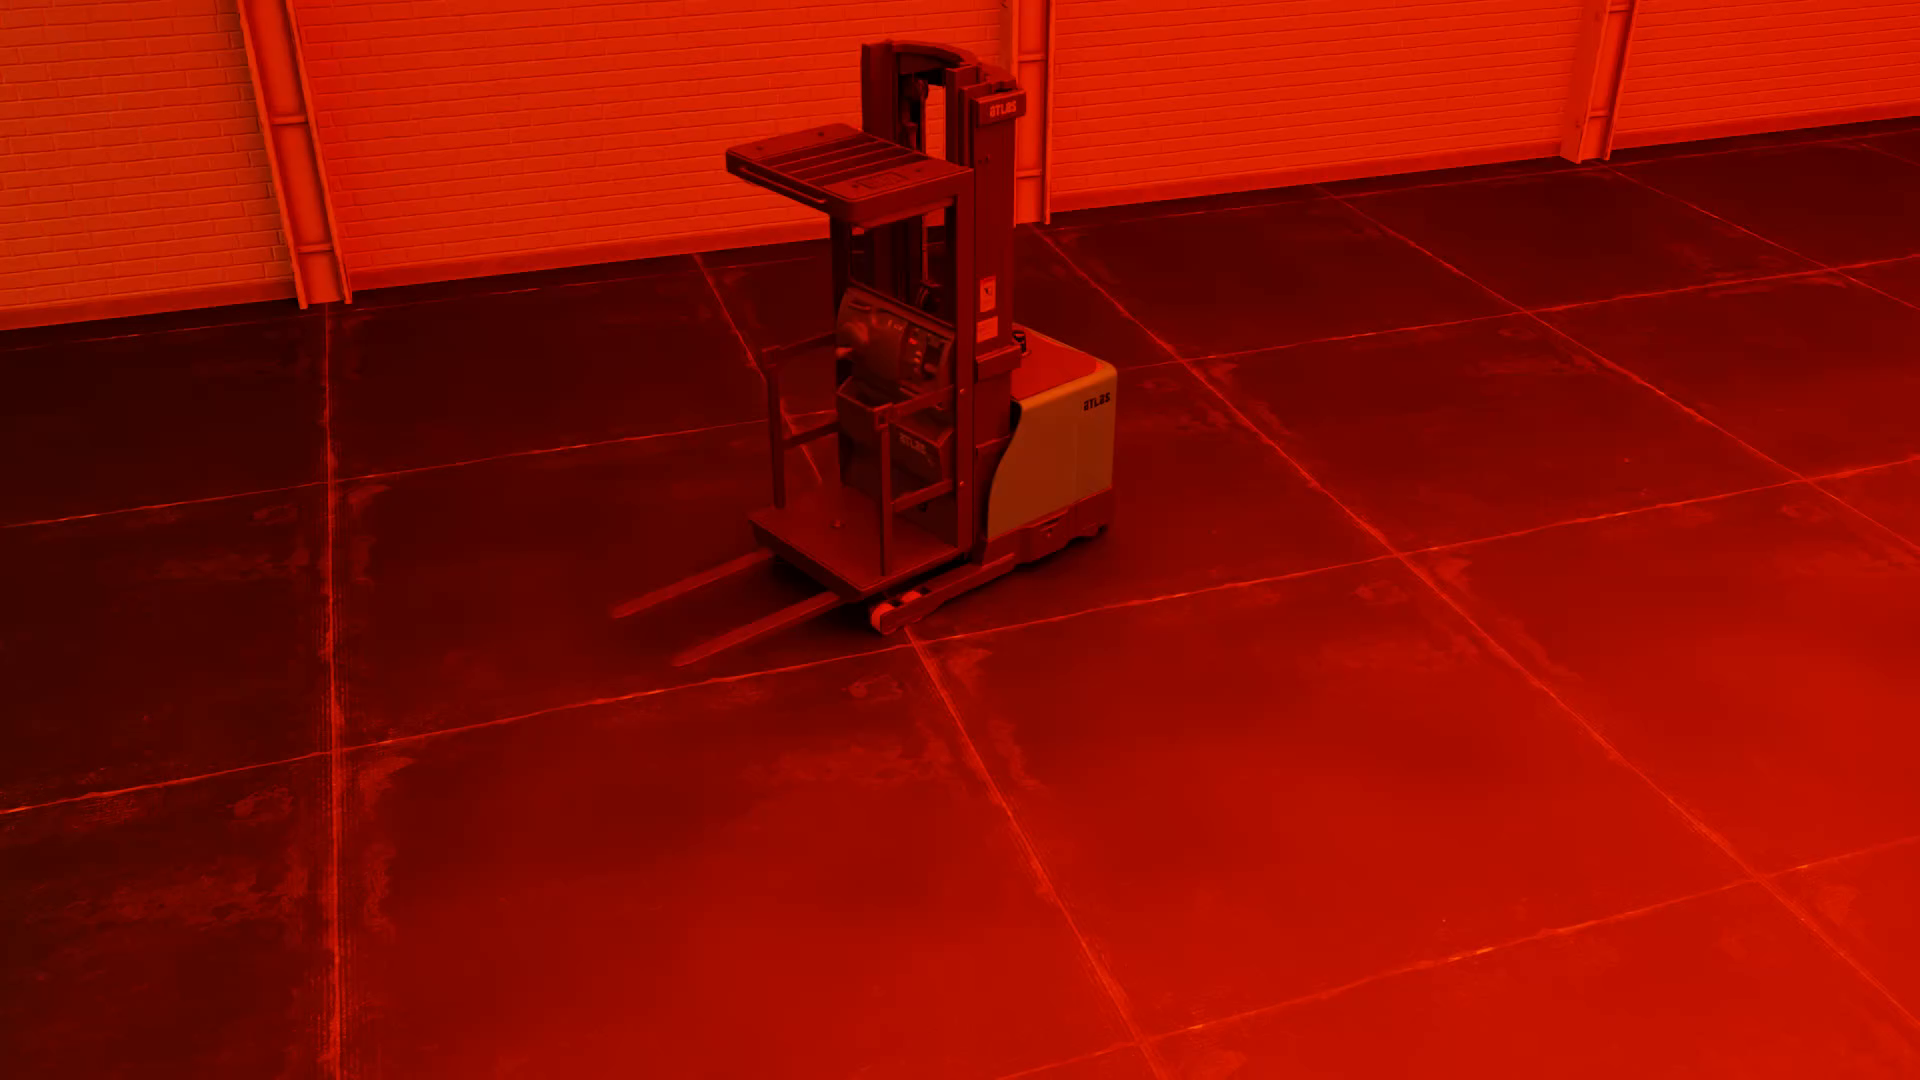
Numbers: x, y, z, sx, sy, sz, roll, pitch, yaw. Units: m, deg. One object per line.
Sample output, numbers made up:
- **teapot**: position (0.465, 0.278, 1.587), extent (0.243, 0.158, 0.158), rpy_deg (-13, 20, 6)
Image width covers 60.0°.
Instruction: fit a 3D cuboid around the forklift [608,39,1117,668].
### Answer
- **forklift**: position (-0.518, -1.048, 8.908), extent (3.031, 2.935, 1.130), rpy_deg (-23, 37, -34)
